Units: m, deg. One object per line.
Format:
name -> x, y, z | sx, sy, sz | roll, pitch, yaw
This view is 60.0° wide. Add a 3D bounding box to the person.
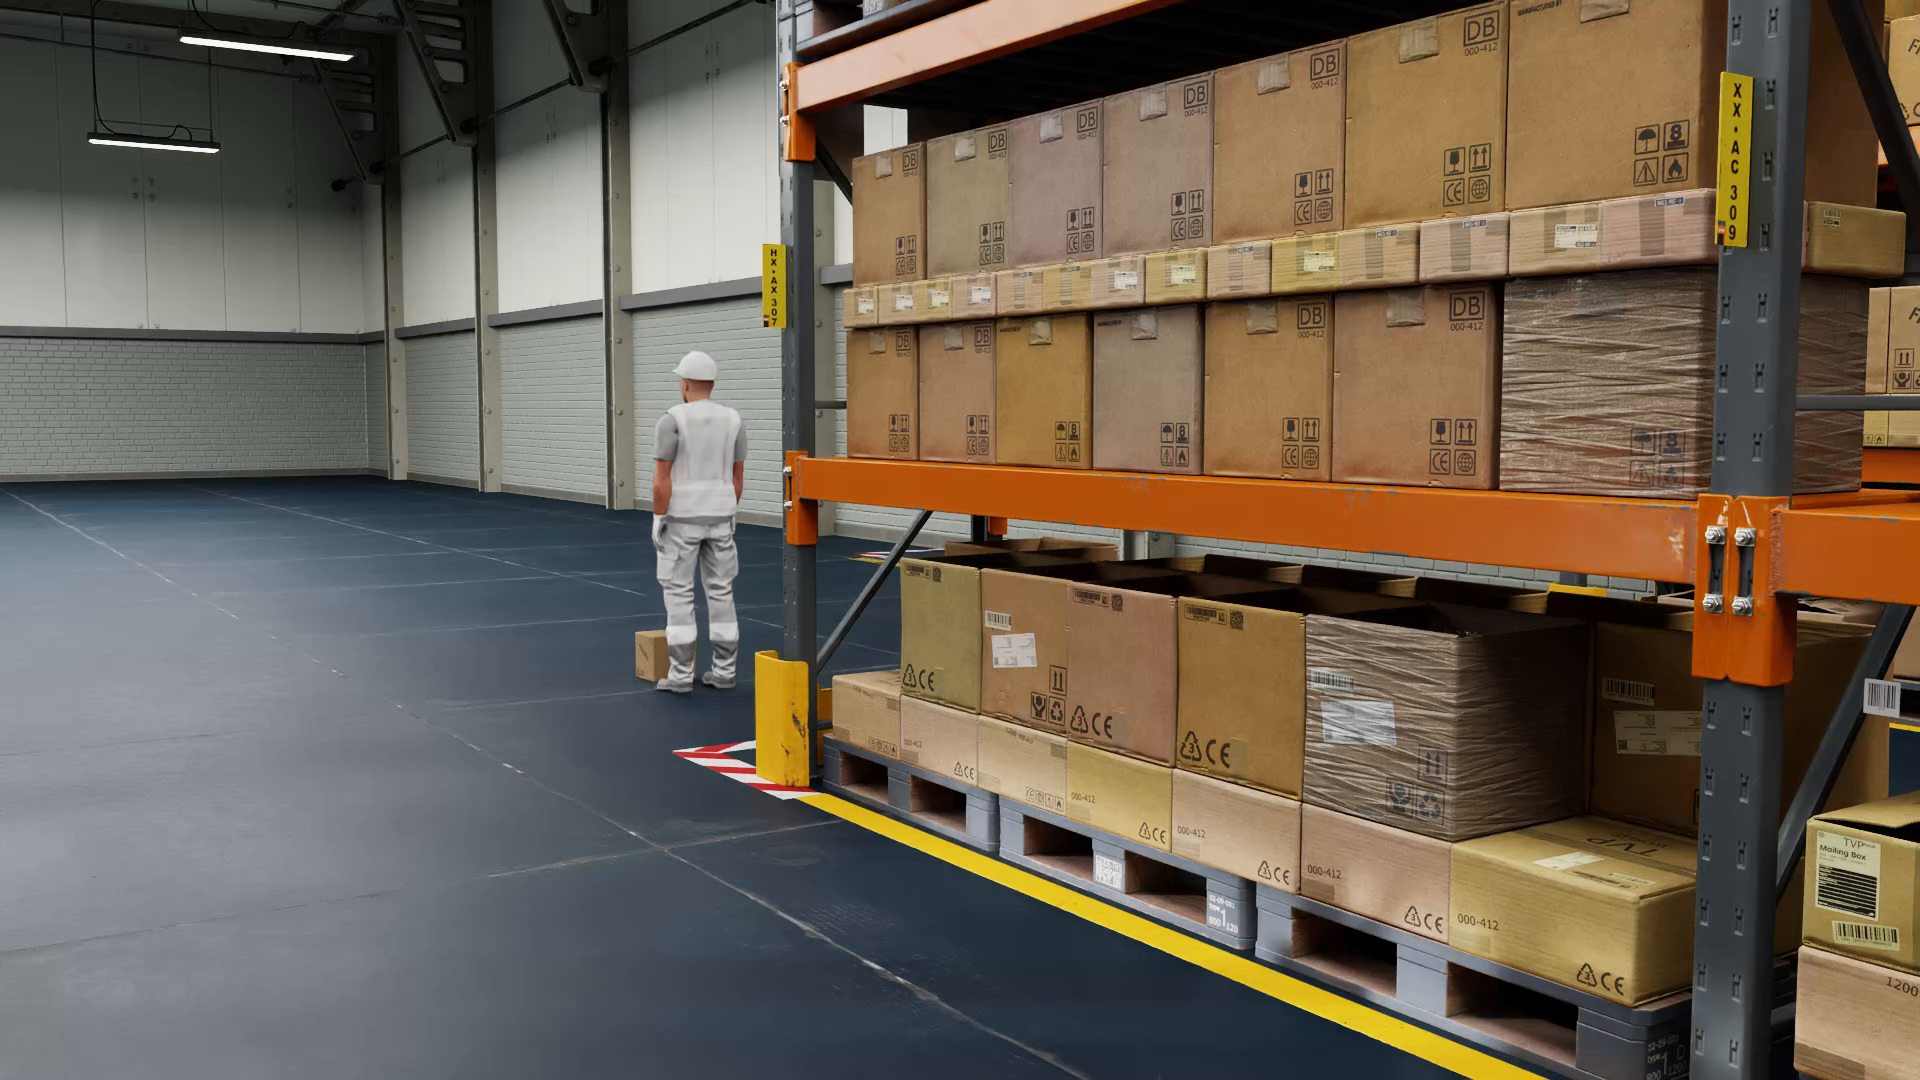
person -> -1.393, -0.096, 8.784 | 0.526, 1.793, 0.374 | -3, 5, -32
